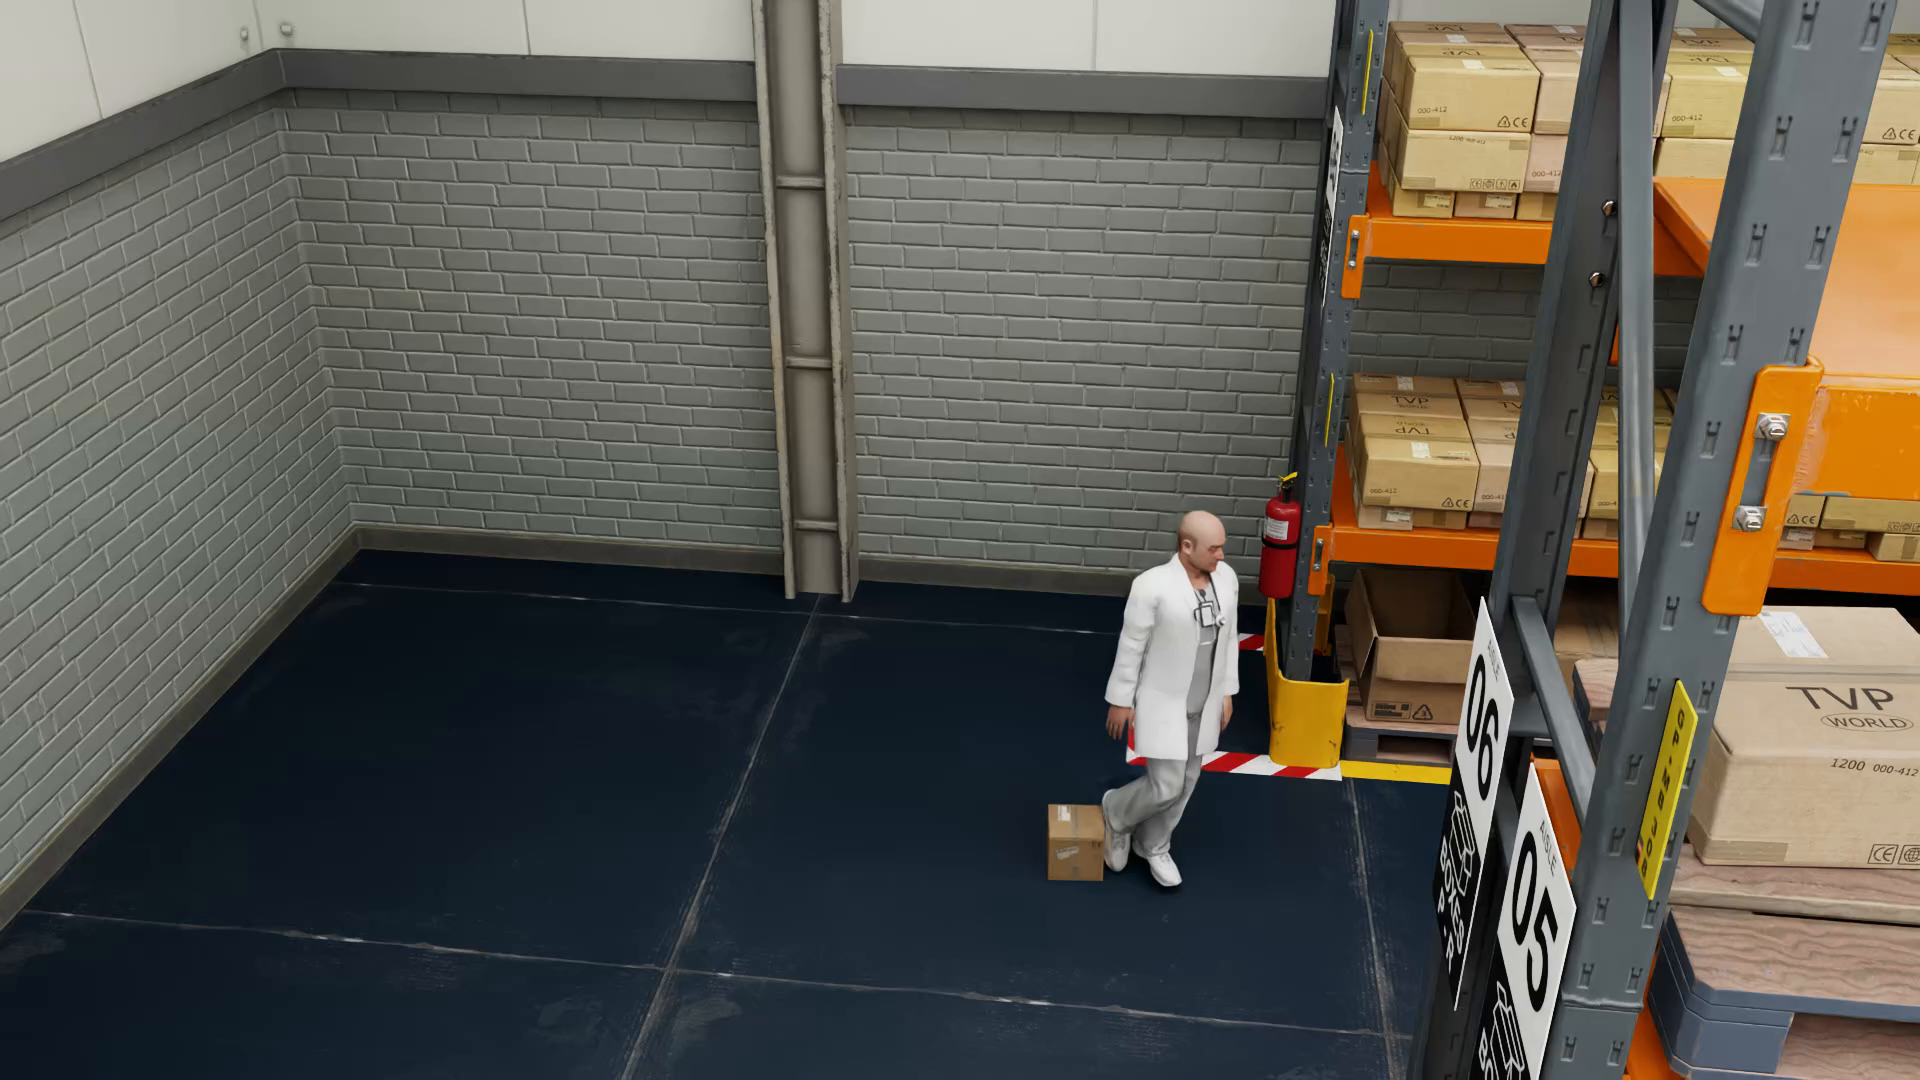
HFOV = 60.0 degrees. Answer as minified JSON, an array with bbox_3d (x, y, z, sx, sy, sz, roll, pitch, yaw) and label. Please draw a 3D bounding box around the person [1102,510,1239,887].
[{"bbox_3d":[0.952,0.709,7.278,0.639,1.774,0.513,-14,31,-24],"label":"person"}]
